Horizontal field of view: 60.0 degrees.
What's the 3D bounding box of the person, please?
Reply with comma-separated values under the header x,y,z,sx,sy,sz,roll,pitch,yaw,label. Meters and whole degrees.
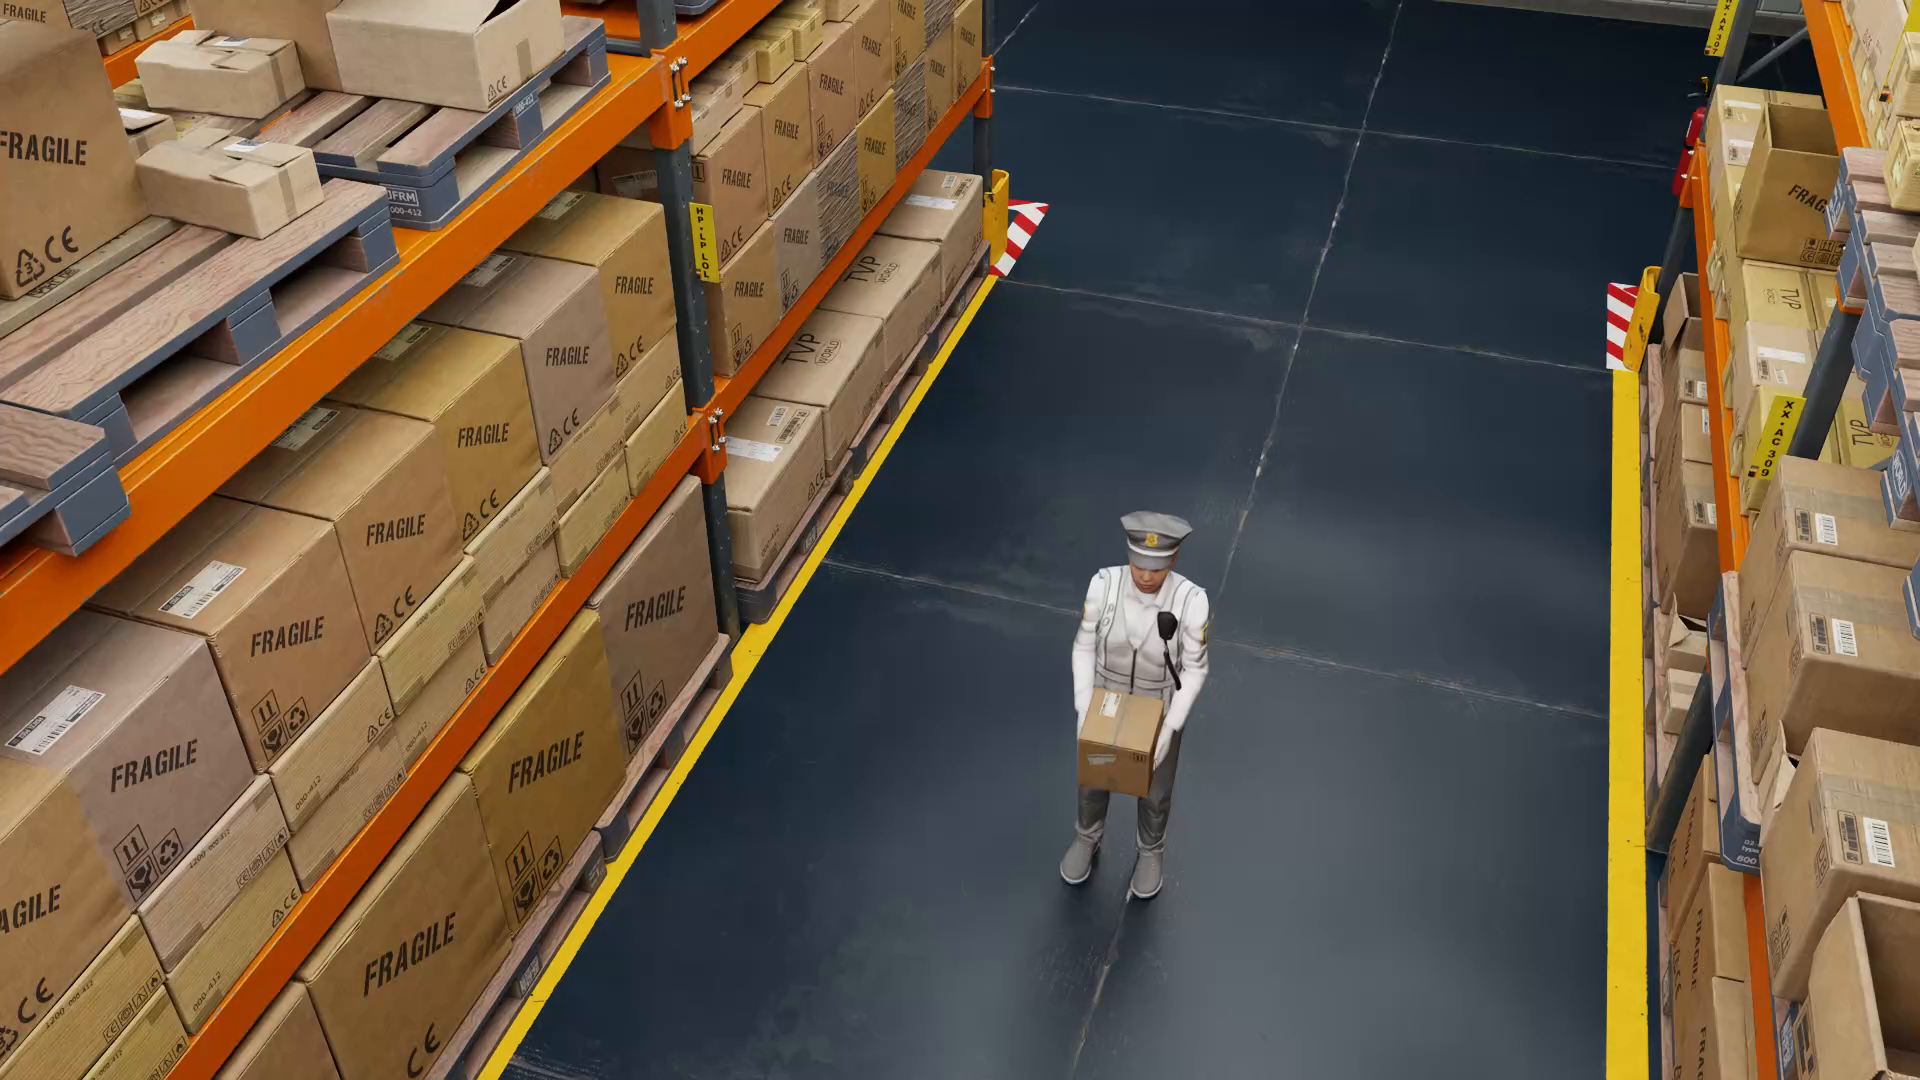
x,y,z,sx,sy,sz,roll,pitch,yaw,label
0.642,0.620,6.071,0.530,1.664,0.371,11,39,14,person
